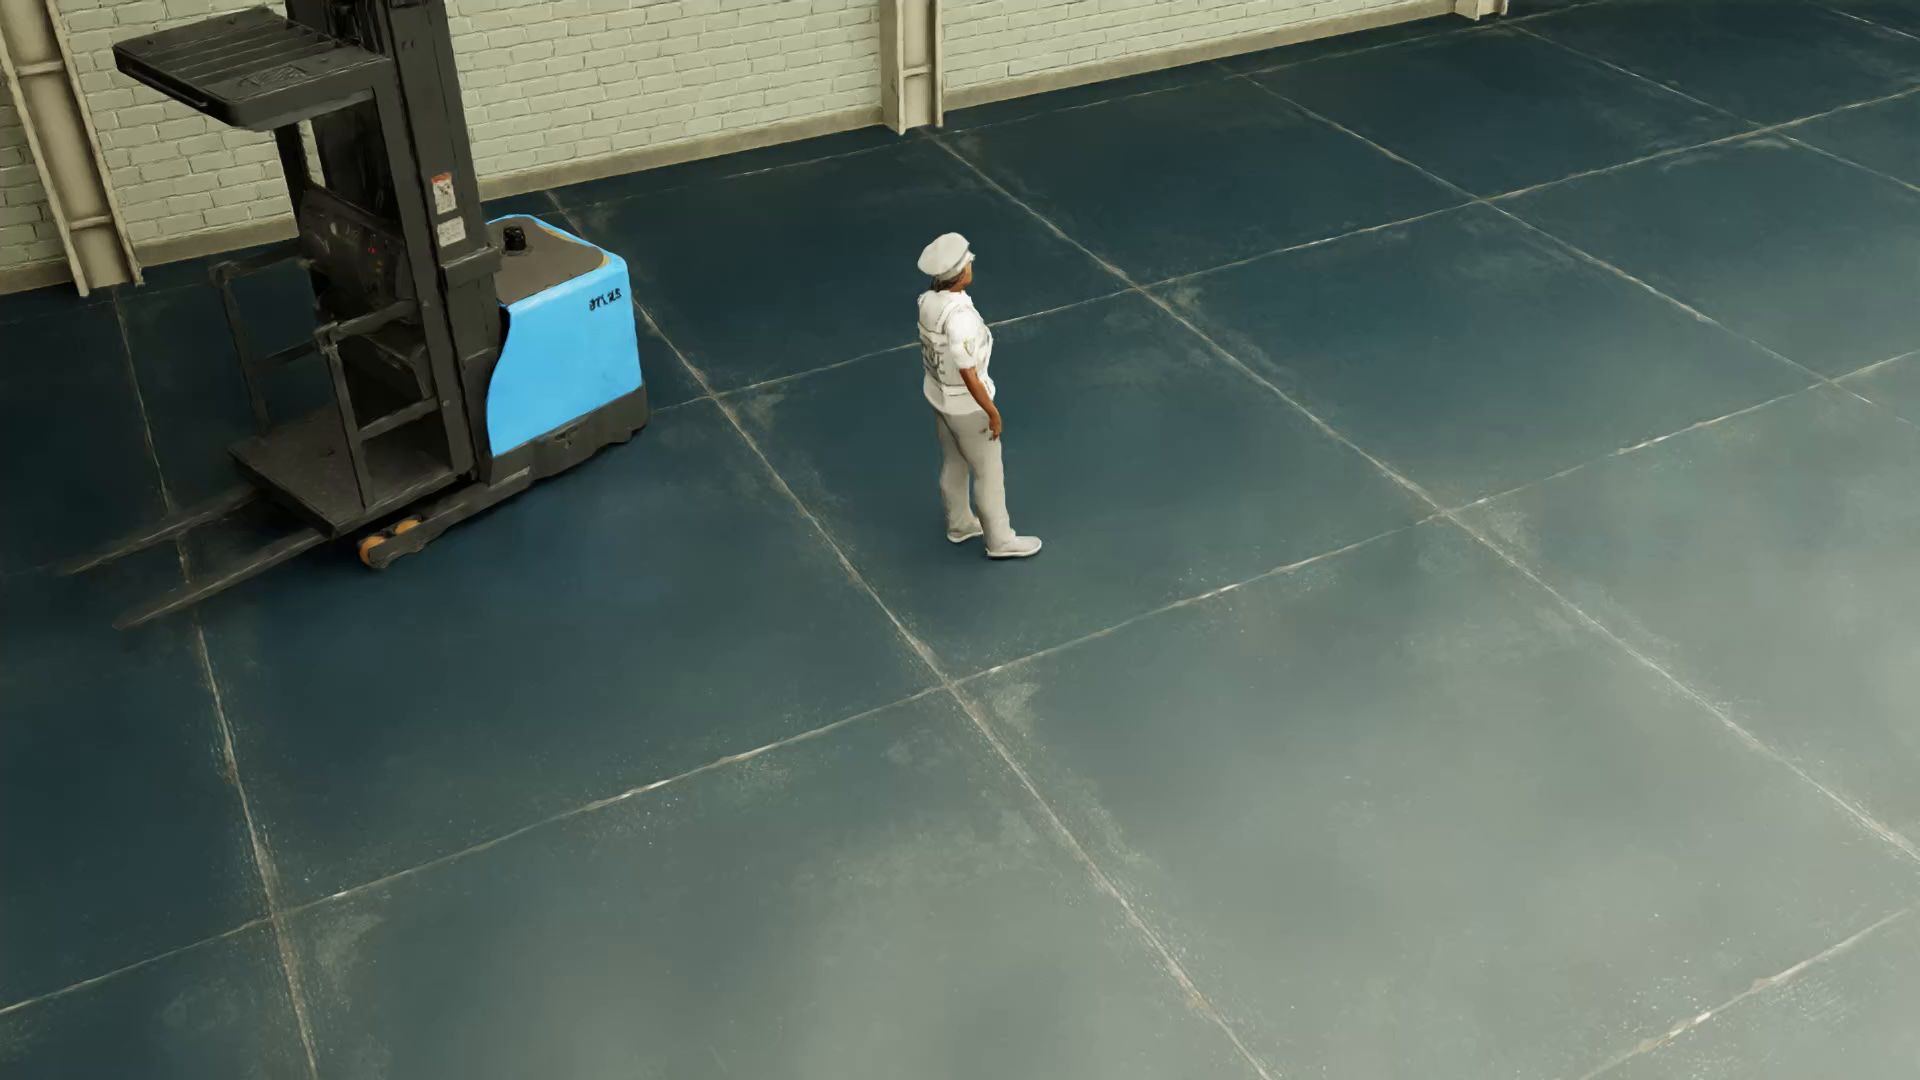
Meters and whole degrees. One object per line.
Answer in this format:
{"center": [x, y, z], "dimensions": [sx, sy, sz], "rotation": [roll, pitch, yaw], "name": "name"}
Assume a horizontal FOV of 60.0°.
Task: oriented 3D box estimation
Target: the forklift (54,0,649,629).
{"center": [-3.136, -1.382, 8.078], "dimensions": [1.130, 2.935, 3.031], "rotation": [27, 44, 33], "name": "forklift"}

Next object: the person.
{"center": [0.075, -0.709, 8.183], "dimensions": [0.529, 1.695, 0.570], "rotation": [-17, 39, -23], "name": "person"}
